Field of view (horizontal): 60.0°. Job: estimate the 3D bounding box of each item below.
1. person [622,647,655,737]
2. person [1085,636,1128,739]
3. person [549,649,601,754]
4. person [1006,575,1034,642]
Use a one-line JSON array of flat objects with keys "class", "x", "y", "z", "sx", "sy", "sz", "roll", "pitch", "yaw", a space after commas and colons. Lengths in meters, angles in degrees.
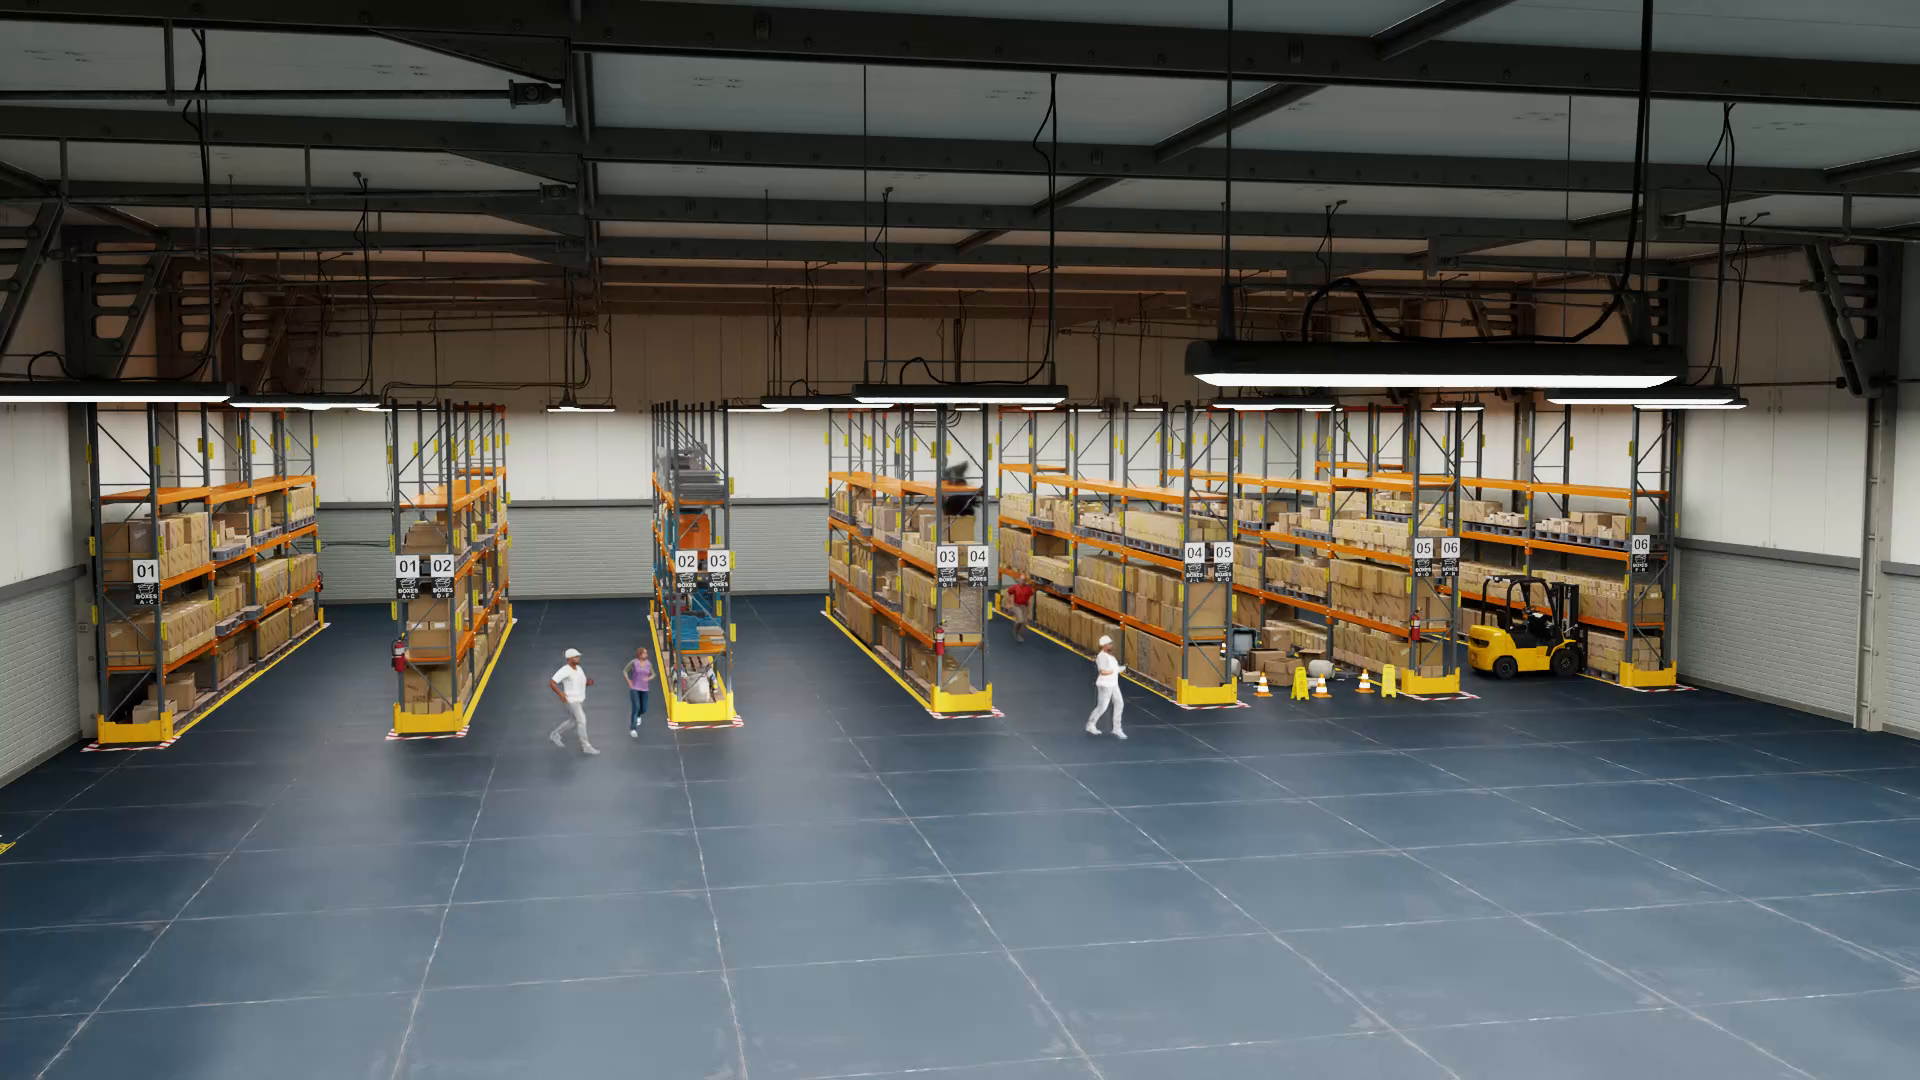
[{"class": "person", "x": -5.772, "y": 2.708, "z": 29.985, "sx": 0.566, "sy": 1.569, "sz": 0.772, "roll": -3, "pitch": 5, "yaw": -31}, {"class": "person", "x": 2.590, "y": 2.607, "z": 29.386, "sx": 0.755, "sy": 1.836, "sz": 0.661, "roll": 2, "pitch": 5, "yaw": 25}, {"class": "person", "x": -6.499, "y": 2.703, "z": 27.996, "sx": 0.990, "sy": 1.752, "sz": 0.701, "roll": 1, "pitch": 4, "yaw": 13}, {"class": "person", "x": 1.550, "y": 1.726, "z": 41.724, "sx": 0.638, "sy": 1.688, "sz": 0.733, "roll": -1, "pitch": 5, "yaw": -18}]
